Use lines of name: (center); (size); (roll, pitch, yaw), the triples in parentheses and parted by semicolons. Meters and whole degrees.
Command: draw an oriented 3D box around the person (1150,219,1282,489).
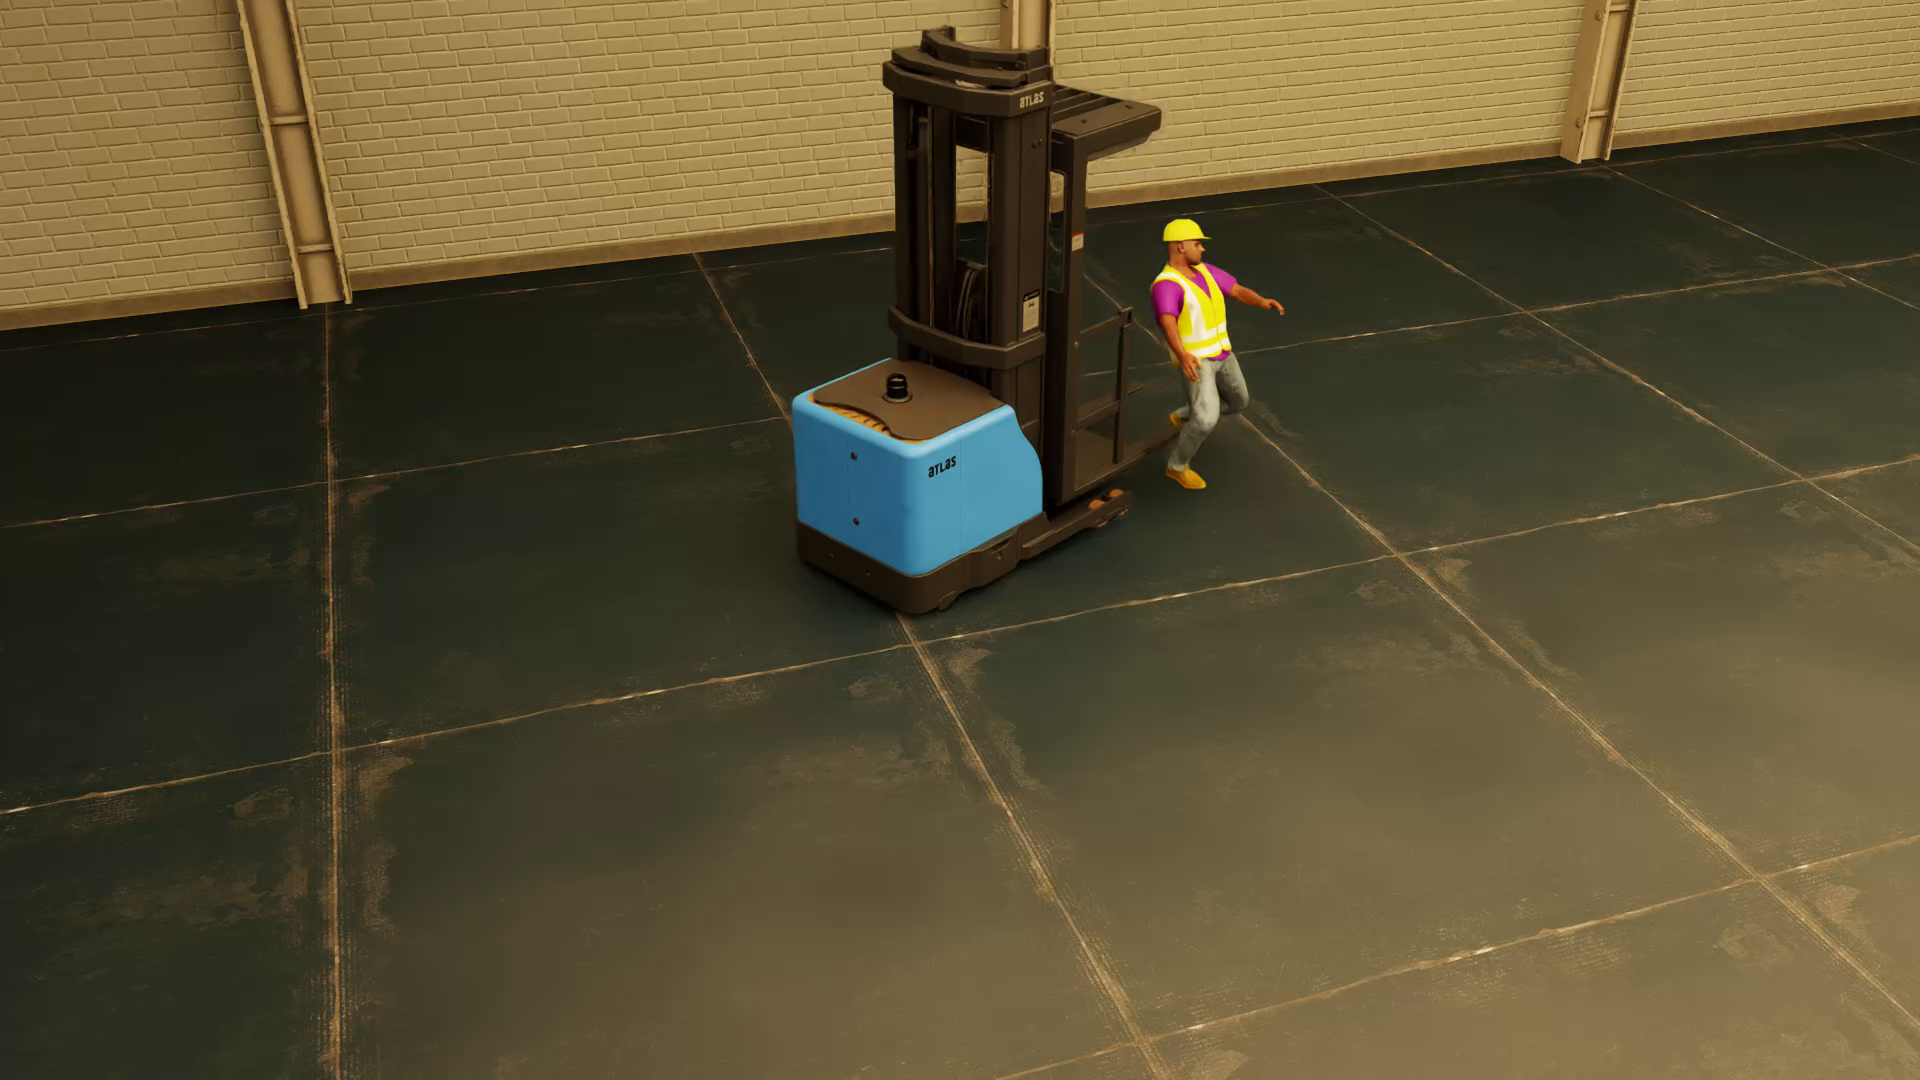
person: (1.483, -1.101, 10.184); (0.804, 1.556, 0.932); (19, 35, 29)

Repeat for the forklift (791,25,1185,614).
forklift: (0.419, -1.505, 9.703); (1.130, 2.935, 3.031); (25, 38, 37)
